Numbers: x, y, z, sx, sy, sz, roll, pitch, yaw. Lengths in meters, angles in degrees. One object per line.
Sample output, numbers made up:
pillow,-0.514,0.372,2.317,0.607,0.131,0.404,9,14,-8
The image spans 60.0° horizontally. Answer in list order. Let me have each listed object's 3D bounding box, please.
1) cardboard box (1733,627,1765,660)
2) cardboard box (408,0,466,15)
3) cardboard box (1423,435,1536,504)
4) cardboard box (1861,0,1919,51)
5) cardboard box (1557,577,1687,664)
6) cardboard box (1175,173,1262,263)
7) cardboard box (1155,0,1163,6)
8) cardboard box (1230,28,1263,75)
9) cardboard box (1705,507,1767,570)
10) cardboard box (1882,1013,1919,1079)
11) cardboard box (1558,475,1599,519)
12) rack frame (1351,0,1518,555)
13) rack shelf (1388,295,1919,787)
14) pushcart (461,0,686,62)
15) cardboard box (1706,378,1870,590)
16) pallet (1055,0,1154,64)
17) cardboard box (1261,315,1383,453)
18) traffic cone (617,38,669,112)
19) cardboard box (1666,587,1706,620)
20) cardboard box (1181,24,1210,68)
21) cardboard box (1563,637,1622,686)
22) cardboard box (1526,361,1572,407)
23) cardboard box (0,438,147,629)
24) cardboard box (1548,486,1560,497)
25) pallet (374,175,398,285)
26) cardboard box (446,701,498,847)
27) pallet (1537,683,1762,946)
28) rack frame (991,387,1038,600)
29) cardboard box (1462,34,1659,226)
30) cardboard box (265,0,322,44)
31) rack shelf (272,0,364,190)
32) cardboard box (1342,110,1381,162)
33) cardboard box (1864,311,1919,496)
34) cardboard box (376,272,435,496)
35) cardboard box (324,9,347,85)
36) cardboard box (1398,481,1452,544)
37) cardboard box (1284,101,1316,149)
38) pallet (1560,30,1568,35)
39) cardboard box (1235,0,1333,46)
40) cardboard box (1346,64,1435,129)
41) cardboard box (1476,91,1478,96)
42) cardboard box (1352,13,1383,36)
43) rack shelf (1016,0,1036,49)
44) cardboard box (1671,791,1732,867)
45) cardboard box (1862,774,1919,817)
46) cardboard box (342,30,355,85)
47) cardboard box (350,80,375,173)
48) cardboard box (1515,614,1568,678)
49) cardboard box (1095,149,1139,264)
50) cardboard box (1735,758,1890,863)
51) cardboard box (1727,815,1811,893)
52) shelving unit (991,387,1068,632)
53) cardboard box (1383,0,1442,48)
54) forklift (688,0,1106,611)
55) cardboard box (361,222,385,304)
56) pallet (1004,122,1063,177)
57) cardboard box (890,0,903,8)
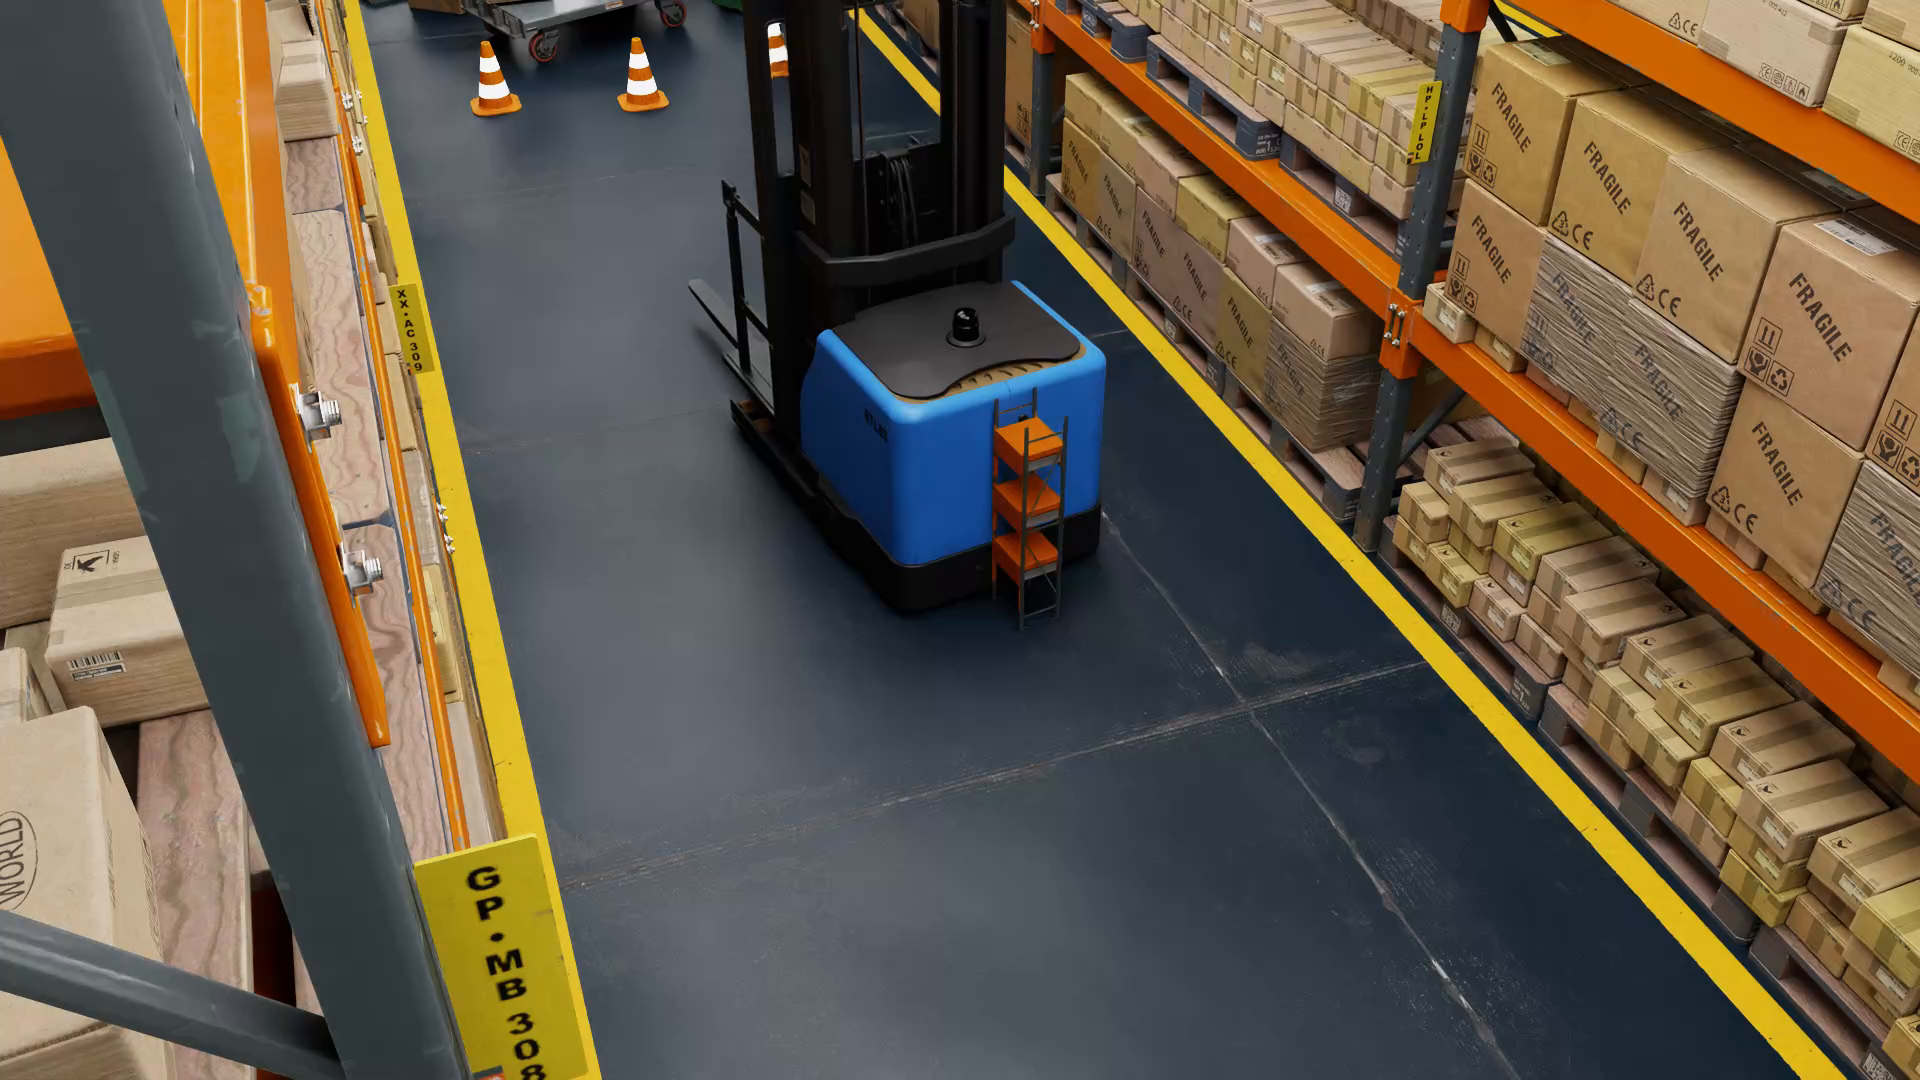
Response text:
cardboard box,3.200,0.335,6.339,0.380,0.149,0.250,-14,39,-18
cardboard box,-4.142,-4.594,13.432,0.500,0.500,0.500,12,39,16
cardboard box,2.239,-0.297,7.177,0.380,0.149,0.250,-11,38,-14
cardboard box,2.781,-1.419,4.357,0.500,0.250,0.500,-14,39,-18
cardboard box,2.534,0.307,6.375,0.380,0.149,0.250,-12,39,-15
cardboard box,1.462,-1.693,8.610,0.500,0.250,0.500,-14,39,-18
cardboard box,1.194,-2.953,8.790,0.380,0.149,0.250,-12,39,-16
cardboard box,1.536,-2.381,8.031,0.380,0.149,0.250,-12,39,-16
cardboard box,2.740,-0.064,5.550,0.380,0.149,0.250,-11,38,-14
cardboard box,3.131,1.585,5.173,0.380,0.149,0.250,-11,38,-15
cardboard box,2.807,-0.251,7.116,0.380,0.149,0.250,-12,39,-15
rack frame,2.315,-1.267,6.940,1.000,3.000,0.127,-12,39,-16
rack shelf,3.003,0.150,5.656,1.077,0.370,4.000,-12,39,-16
pushcart,-2.927,-4.158,12.956,1.648,0.377,0.936,-27,45,-31
cardboard box,2.777,-0.227,5.228,0.500,0.500,0.500,-11,38,-14
pallet,1.284,-3.070,9.492,1.213,0.211,1.003,-12,39,-16
cardboard box,1.824,-0.803,8.051,0.500,0.500,0.500,-13,39,-17
traffic cone,-2.271,-3.324,11.778,0.336,0.463,0.334,-12,39,-16
cardboard box,3.036,0.297,6.636,0.380,0.149,0.250,-12,38,-15
cardboard box,1.361,-2.551,8.504,0.380,0.149,0.250,-12,39,-15
cardboard box,2.591,0.424,6.468,0.380,0.149,0.250,-11,38,-14
cardboard box,2.405,-0.669,6.354,0.380,0.149,0.250,-14,39,-18
cardboard box,-1.390,-0.152,2.607,0.500,0.311,0.500,-12,39,-15
cardboard box,2.722,-0.303,7.433,0.380,0.149,0.250,-12,39,-15
pallet,-3.942,-1.773,9.928,1.003,0.211,1.213,-12,39,-16
cardboard box,-1.188,0.725,3.380,0.500,0.500,0.500,-13,39,-16
pallet,3.003,0.909,6.368,1.003,0.211,1.213,-12,39,-16
rack frame,0.229,-0.181,7.117,0.200,1.050,0.008,-18,41,-22
cardboard box,2.242,-1.520,6.114,0.500,0.500,0.500,-12,38,-15
cardboard box,-1.778,-1.243,4.094,0.396,0.266,0.258,-11,38,-15
rack shelf,-2.986,-2.226,6.317,1.077,0.370,4.000,-12,39,-16
cardboard box,1.901,-1.786,7.241,0.380,0.149,0.250,-12,39,-16
cardboard box,2.939,-0.351,4.562,0.500,0.500,0.500,-11,38,-14
cardboard box,-1.876,-0.415,4.894,0.500,0.500,0.500,-13,39,-16
cardboard box,-2.735,-1.789,6.718,0.500,0.500,0.500,-13,39,-17
cardboard box,2.139,-0.144,7.222,0.380,0.149,0.250,-11,38,-14
cardboard box,1.733,-1.948,7.702,0.380,0.149,0.250,-14,39,-18
pallet,5.363,-3.825,12.652,1.003,0.211,1.213,-12,39,-16
cardboard box,1.546,-2.495,7.935,0.380,0.149,0.250,-14,39,-18
cardboard box,1.900,-1.910,7.158,0.380,0.149,0.250,-14,39,-17
cardboard box,2.520,-1.917,7.415,0.380,0.149,0.250,-13,39,-17
cardboard box,2.155,-2.512,8.204,0.380,0.149,0.250,-13,39,-17
rack shelf,0.250,-4.370,11.656,1.077,0.370,4.000,-12,39,-16
cardboard box,2.802,0.991,5.961,0.380,0.149,0.250,-12,39,-15
cardboard box,3.377,0.911,5.820,0.380,0.149,0.250,-14,39,-18
cardboard box,-4.617,-3.122,11.236,0.950,0.372,0.625,-10,38,-13
cardboard box,-2.894,-1.790,7.342,0.500,0.250,0.500,-13,39,-17
cardboard box,2.499,0.389,6.761,0.380,0.149,0.250,-13,39,-17
cardboard box,1.119,-1.961,9.588,0.500,0.500,0.500,-12,39,-15
cardboard box,2.856,0.906,5.581,0.380,0.149,0.250,-11,38,-14
cardboard box,2.871,1.022,5.673,0.380,0.149,0.250,-12,39,-15
shelving unit,0.287,-0.116,7.031,0.215,1.050,0.252,-18,41,-22
cardboard box,2.252,-2.478,7.912,0.380,0.149,0.250,-13,39,-16
forklift,-0.506,-1.734,7.616,1.130,2.935,3.031,-18,41,-22
cardboard box,-1.893,-0.776,4.834,0.380,0.149,0.250,-13,39,-17
pallet,0.738,-2.874,11.390,1.003,0.211,1.213,-12,39,-16
cardboard box,-0.140,-4.724,13.049,1.050,0.750,0.750,-13,39,-16
